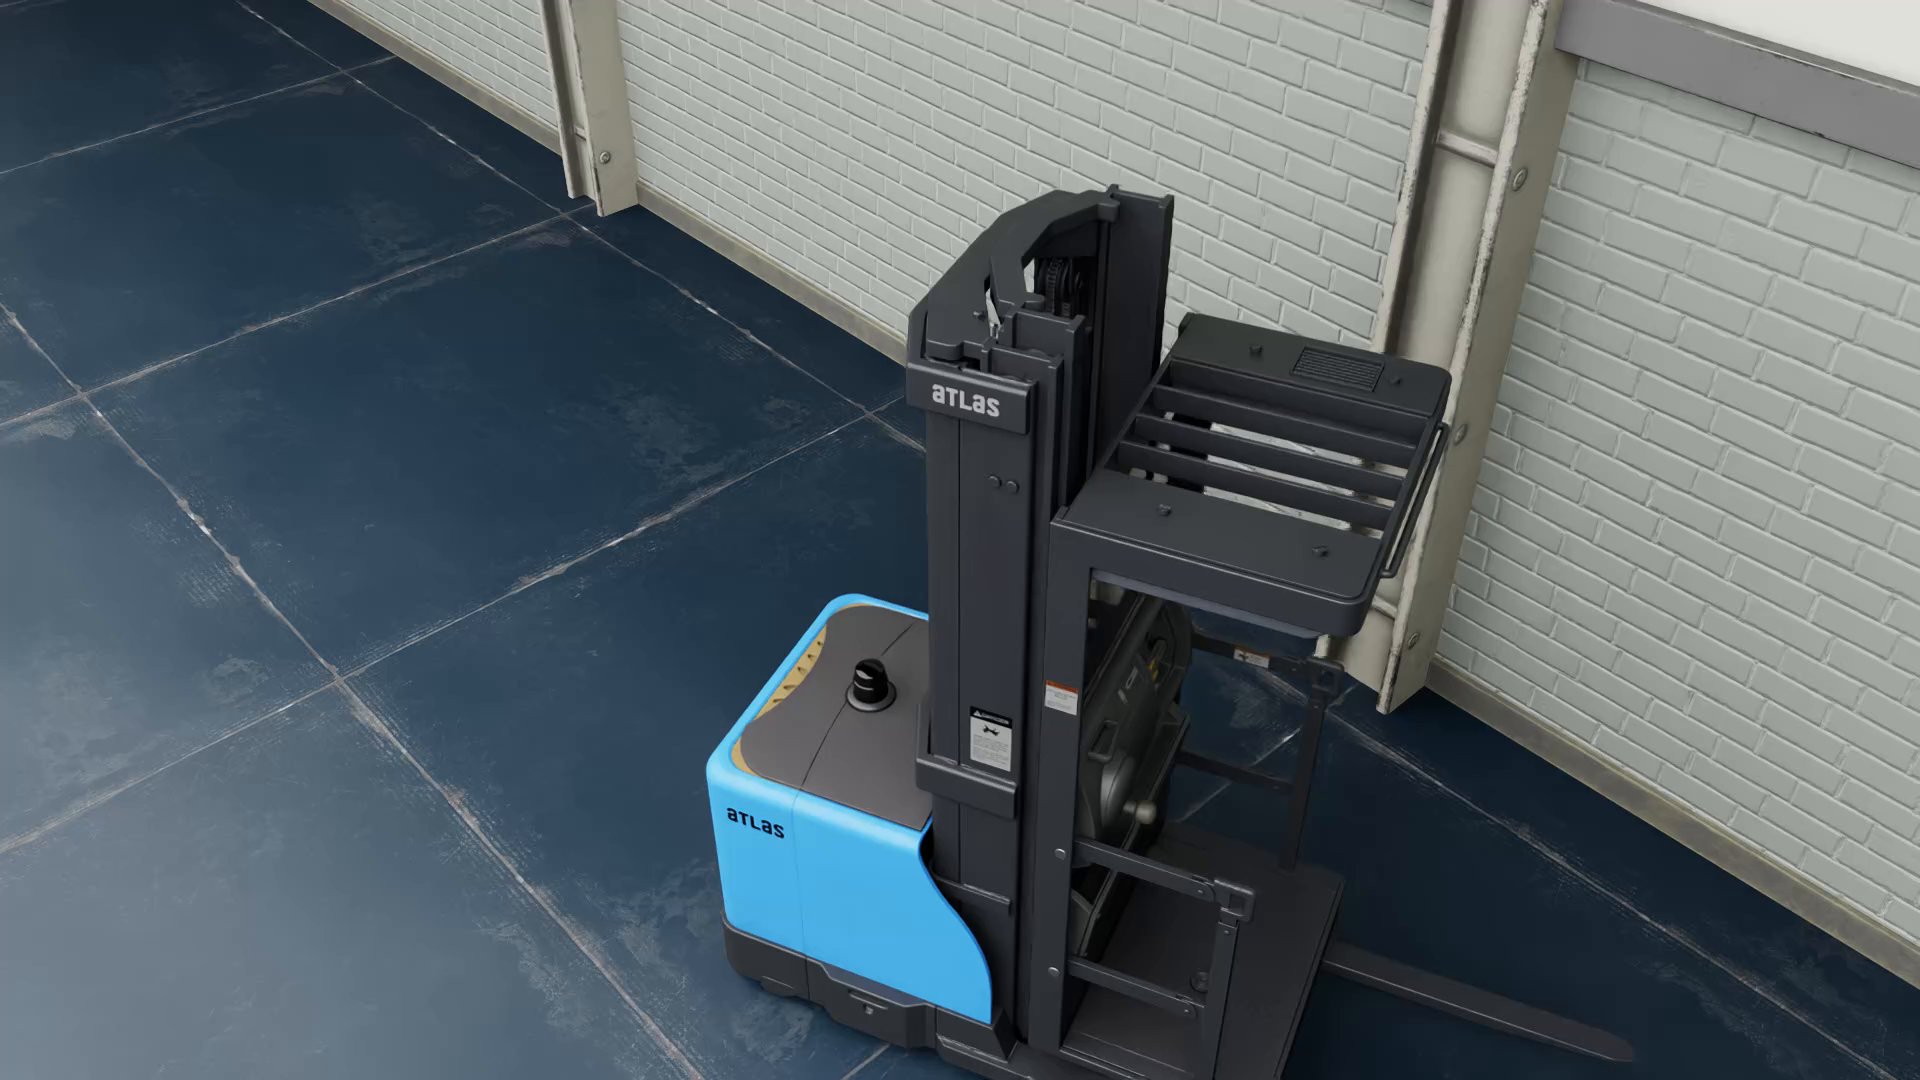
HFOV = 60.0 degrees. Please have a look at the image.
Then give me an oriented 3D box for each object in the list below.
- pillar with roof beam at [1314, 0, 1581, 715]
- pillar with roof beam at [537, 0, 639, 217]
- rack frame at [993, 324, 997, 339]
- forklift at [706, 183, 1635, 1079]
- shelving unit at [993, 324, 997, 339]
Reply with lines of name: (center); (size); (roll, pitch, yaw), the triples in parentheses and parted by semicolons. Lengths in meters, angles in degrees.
pillar with roof beam: (-1.388, -1.085, 2.140); (9.100, 9.000, 0.400); (-30, 48, -32)
pillar with roof beam: (-5.446, -3.862, 5.578); (9.100, 9.000, 0.400); (-30, 48, -32)
rack frame: (0.072, -0.418, 7.520); (0.240, 1.200, 0.006); (-30, 48, -32)
forklift: (0.722, 0.523, 4.977); (3.031, 2.935, 1.130); (16, 41, 18)
shelving unit: (0.010, -0.460, 7.573); (0.258, 1.200, 0.189); (-30, 48, -32)
